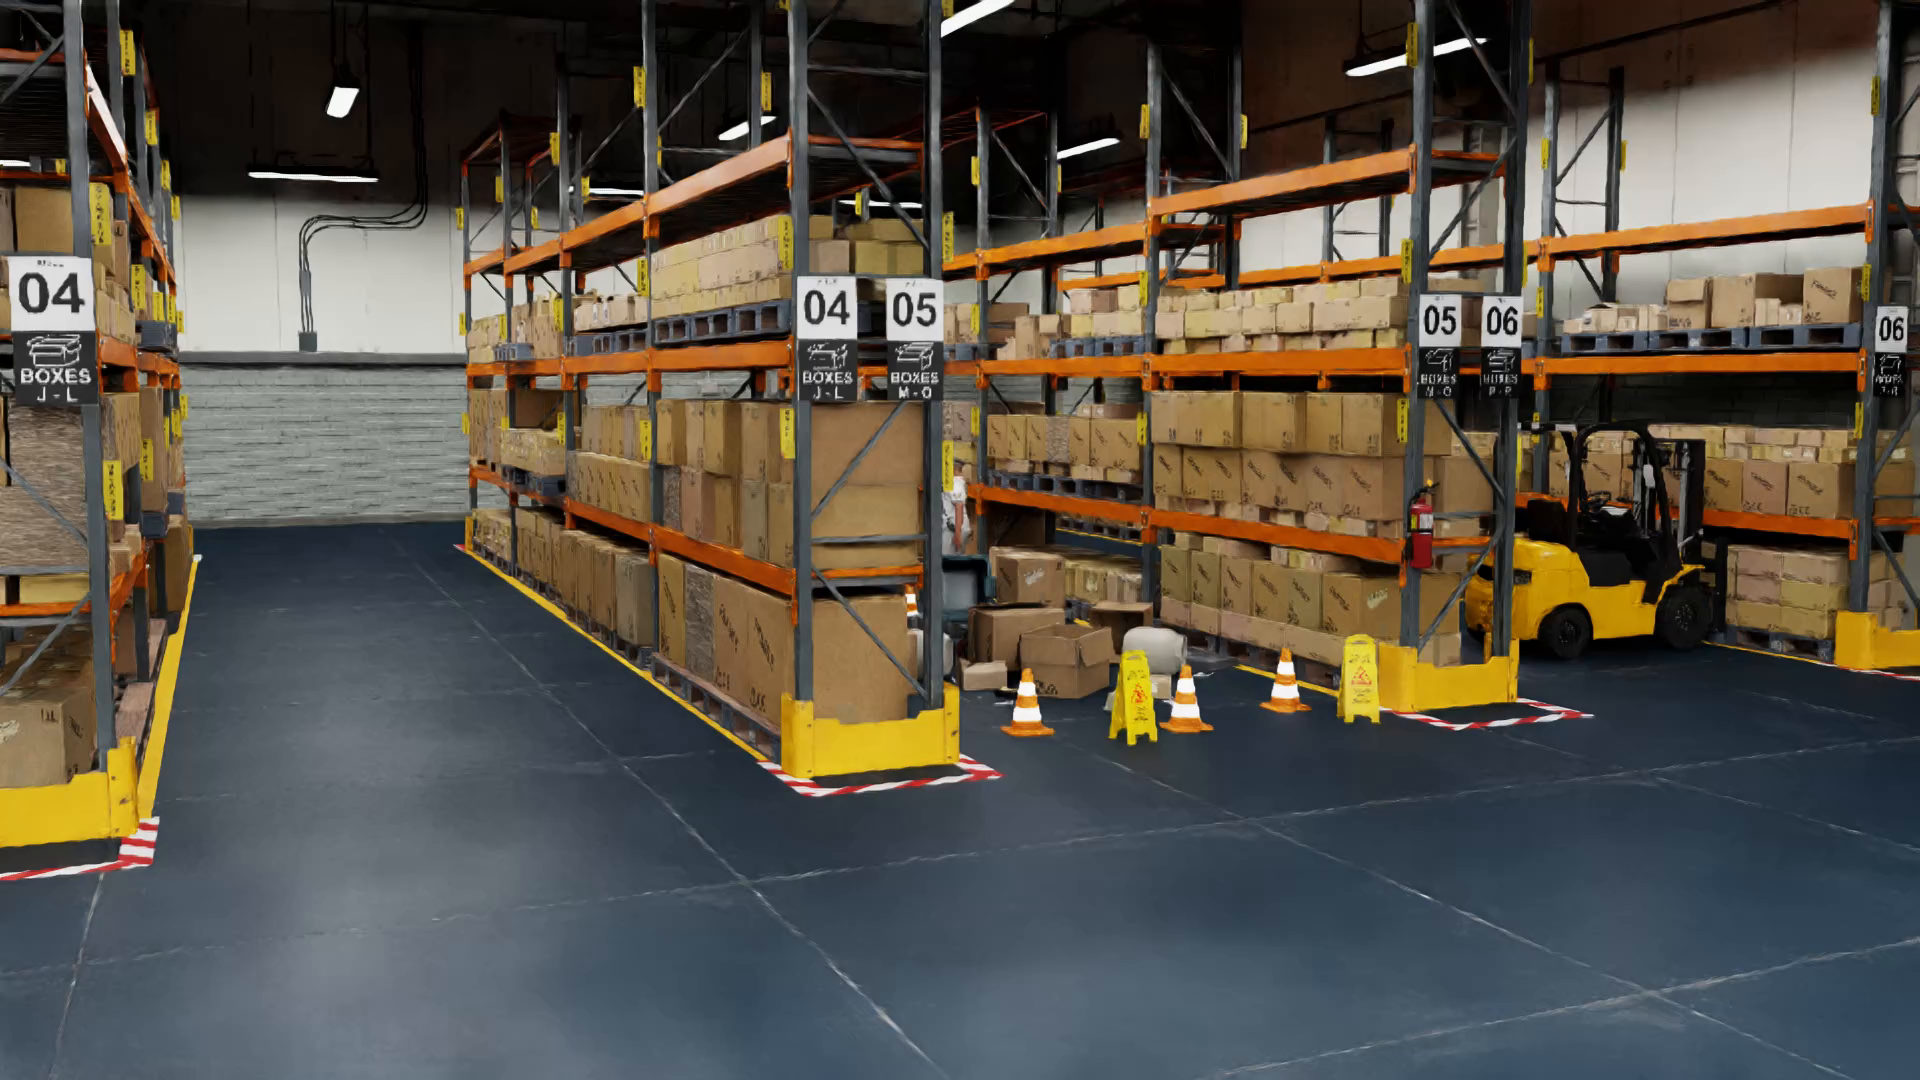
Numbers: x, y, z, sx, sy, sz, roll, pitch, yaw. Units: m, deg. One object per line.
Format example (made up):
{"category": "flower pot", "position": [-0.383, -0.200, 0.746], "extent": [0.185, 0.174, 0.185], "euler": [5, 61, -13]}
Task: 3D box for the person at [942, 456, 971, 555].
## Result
{"category": "person", "position": [-0.041, -0.061, 18.264], "extent": [0.516, 1.705, 0.690], "euler": [0, 5, 4]}
